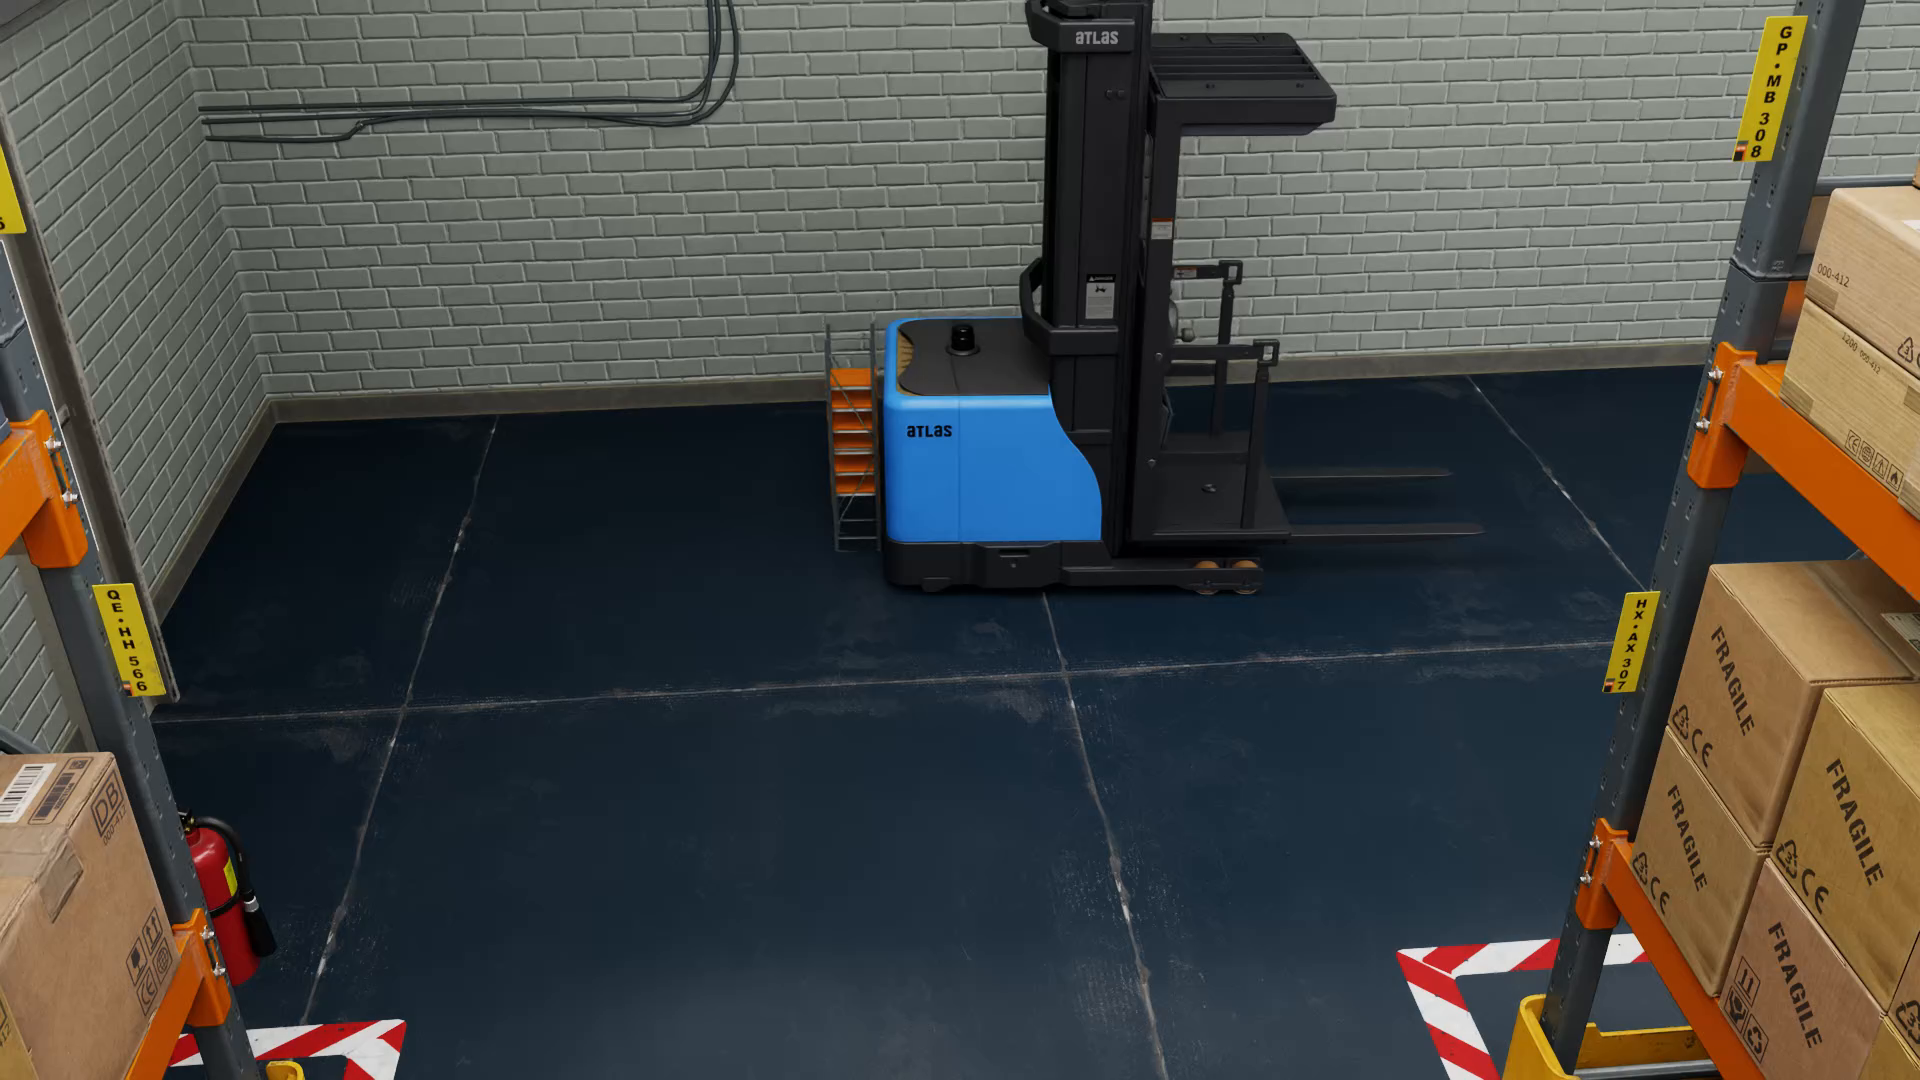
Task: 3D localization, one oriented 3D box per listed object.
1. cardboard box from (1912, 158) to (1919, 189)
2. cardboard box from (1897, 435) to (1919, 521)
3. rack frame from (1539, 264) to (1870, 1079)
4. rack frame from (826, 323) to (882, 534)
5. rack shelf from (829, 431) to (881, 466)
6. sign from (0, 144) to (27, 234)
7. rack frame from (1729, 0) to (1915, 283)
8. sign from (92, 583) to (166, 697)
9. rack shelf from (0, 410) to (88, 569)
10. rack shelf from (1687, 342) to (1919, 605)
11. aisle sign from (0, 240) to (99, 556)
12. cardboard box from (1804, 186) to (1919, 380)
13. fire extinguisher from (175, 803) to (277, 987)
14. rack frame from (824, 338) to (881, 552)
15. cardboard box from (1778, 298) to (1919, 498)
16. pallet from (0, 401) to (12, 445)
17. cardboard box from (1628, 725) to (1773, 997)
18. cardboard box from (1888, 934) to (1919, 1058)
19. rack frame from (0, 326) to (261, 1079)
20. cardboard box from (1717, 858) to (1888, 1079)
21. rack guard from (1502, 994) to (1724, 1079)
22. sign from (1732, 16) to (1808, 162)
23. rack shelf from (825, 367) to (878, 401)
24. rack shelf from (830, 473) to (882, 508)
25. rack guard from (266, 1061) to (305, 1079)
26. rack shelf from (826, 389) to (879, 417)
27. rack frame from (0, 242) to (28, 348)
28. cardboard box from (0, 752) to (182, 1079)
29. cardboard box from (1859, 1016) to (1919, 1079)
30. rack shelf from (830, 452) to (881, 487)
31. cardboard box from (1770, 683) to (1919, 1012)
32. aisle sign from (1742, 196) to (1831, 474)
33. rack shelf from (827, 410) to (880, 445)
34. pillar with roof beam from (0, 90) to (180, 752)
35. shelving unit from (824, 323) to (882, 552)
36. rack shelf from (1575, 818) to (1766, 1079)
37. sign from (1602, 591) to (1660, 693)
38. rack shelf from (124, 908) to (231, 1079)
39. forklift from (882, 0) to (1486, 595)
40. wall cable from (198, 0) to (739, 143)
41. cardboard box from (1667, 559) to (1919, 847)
[{"bbox_3d":[2.428,-0.873,3.289,0.700,0.500,0.500,-3,31,-5],"label":"cardboard box"},{"bbox_3d":[2.193,-0.068,3.159,0.500,0.250,0.500,-3,31,-5],"label":"cardboard box"},{"bbox_3d":[2.364,0.625,4.778,1.000,3.000,0.127,-3,31,-5],"label":"rack frame"},{"bbox_3d":[-0.537,-0.549,8.498,0.240,1.200,0.006,-1,31,-1],"label":"rack frame"},{"bbox_3d":[-0.535,-0.464,8.442,0.258,0.103,0.180,-1,31,-1],"label":"rack shelf"},{"bbox_3d":[-2.026,-0.788,3.433,0.100,0.325,0.005,-3,31,-5],"label":"sign"},{"bbox_3d":[2.364,-1.950,3.240,1.000,3.000,0.127,-3,31,-5],"label":"rack frame"},{"bbox_3d":[-2.026,0.247,4.052,0.100,0.325,0.005,-3,31,-5],"label":"sign"},{"bbox_3d":[-2.381,0.907,2.083,1.077,0.370,4.000,-3,31,-5],"label":"rack shelf"},{"bbox_3d":[2.551,0.667,2.484,1.077,0.370,4.000,-3,31,-5],"label":"rack shelf"},{"bbox_3d":[-2.276,-0.303,3.797,0.394,0.787,0.004,-3,31,-5],"label":"aisle sign"},{"bbox_3d":[2.153,-0.538,3.459,0.500,0.250,0.500,-3,31,-5],"label":"cardboard box"},{"bbox_3d":[-2.122,0.959,4.659,0.296,0.674,0.183,-3,31,-5],"label":"fire extinguisher"},{"bbox_3d":[-0.533,-0.455,8.340,0.240,1.200,0.006,-1,31,-1],"label":"rack frame"},{"bbox_3d":[2.159,-0.324,3.588,0.500,0.250,0.500,-3,31,-5],"label":"cardboard box"},{"bbox_3d":[-2.488,-0.007,2.998,1.003,0.211,1.213,-3,31,-5],"label":"pallet"},{"bbox_3d":[2.143,0.821,4.352,0.500,0.500,0.500,-2,31,-4],"label":"cardboard box"},{"bbox_3d":[2.241,0.914,3.221,0.500,0.500,0.500,-2,31,-4],"label":"cardboard box"},{"bbox_3d":[-2.568,0.864,4.378,1.000,3.000,0.127,-3,31,-5],"label":"rack frame"},{"bbox_3d":[2.196,1.085,3.911,0.500,0.500,0.500,-3,31,-5],"label":"cardboard box"},{"bbox_3d":[2.371,1.737,5.354,1.175,0.500,0.348,-3,31,-5],"label":"rack guard"},{"bbox_3d":[1.824,-1.012,3.741,0.100,0.325,0.005,-3,31,-5],"label":"sign"},{"bbox_3d":[-0.537,-0.773,8.257,0.258,0.103,0.180,-1,31,-1],"label":"rack shelf"},{"bbox_3d":[-0.533,-0.258,8.565,0.258,0.103,0.180,-1,31,-1],"label":"rack shelf"},{"bbox_3d":[-2.570,1.925,5.039,1.175,0.500,0.348,-3,31,-5],"label":"rack guard"},{"bbox_3d":[-0.536,-0.670,8.319,0.258,0.103,0.180,-1,31,-1],"label":"rack shelf"},{"bbox_3d":[-2.568,-1.711,2.839,1.000,3.000,0.127,-3,31,-5],"label":"rack frame"},{"bbox_3d":[-2.510,0.996,3.866,0.980,0.700,0.700,-1,31,-2],"label":"cardboard box"},{"bbox_3d":[2.240,1.341,3.482,0.500,0.500,0.500,-3,31,-5],"label":"cardboard box"},{"bbox_3d":[-0.534,-0.361,8.503,0.258,0.103,0.180,-1,31,-1],"label":"rack shelf"},{"bbox_3d":[2.199,0.659,3.649,0.500,0.500,0.500,-2,31,-4],"label":"cardboard box"},{"bbox_3d":[2.065,-0.512,4.146,0.394,0.787,0.004,-3,31,-5],"label":"aisle sign"},{"bbox_3d":[-0.536,-0.567,8.380,0.258,0.103,0.180,-1,31,-1],"label":"rack shelf"},{"bbox_3d":[0.605,-3.254,5.423,9.100,9.000,0.400,-3,31,-5],"label":"pillar with roof beam"},{"bbox_3d":[-0.535,-0.502,8.419,0.258,1.200,0.189,-1,31,-1],"label":"shelving unit"},{"bbox_3d":[2.551,1.955,3.253,1.077,0.370,4.000,-3,31,-5],"label":"rack shelf"},{"bbox_3d":[1.824,0.280,4.512,0.100,0.325,0.005,-3,31,-5],"label":"sign"},{"bbox_3d":[-2.381,2.194,2.853,1.077,0.370,4.000,-3,31,-5],"label":"rack shelf"},{"bbox_3d":[1.130,-1.258,7.998,3.031,2.935,1.130,-1,31,-1],"label":"forklift"},{"bbox_3d":[-2.740,-3.283,8.499,3.097,2.526,0.112,-3,31,-5],"label":"wall cable"},{"bbox_3d":[2.143,0.392,4.096,0.500,0.500,0.500,-2,31,-3],"label":"cardboard box"}]
